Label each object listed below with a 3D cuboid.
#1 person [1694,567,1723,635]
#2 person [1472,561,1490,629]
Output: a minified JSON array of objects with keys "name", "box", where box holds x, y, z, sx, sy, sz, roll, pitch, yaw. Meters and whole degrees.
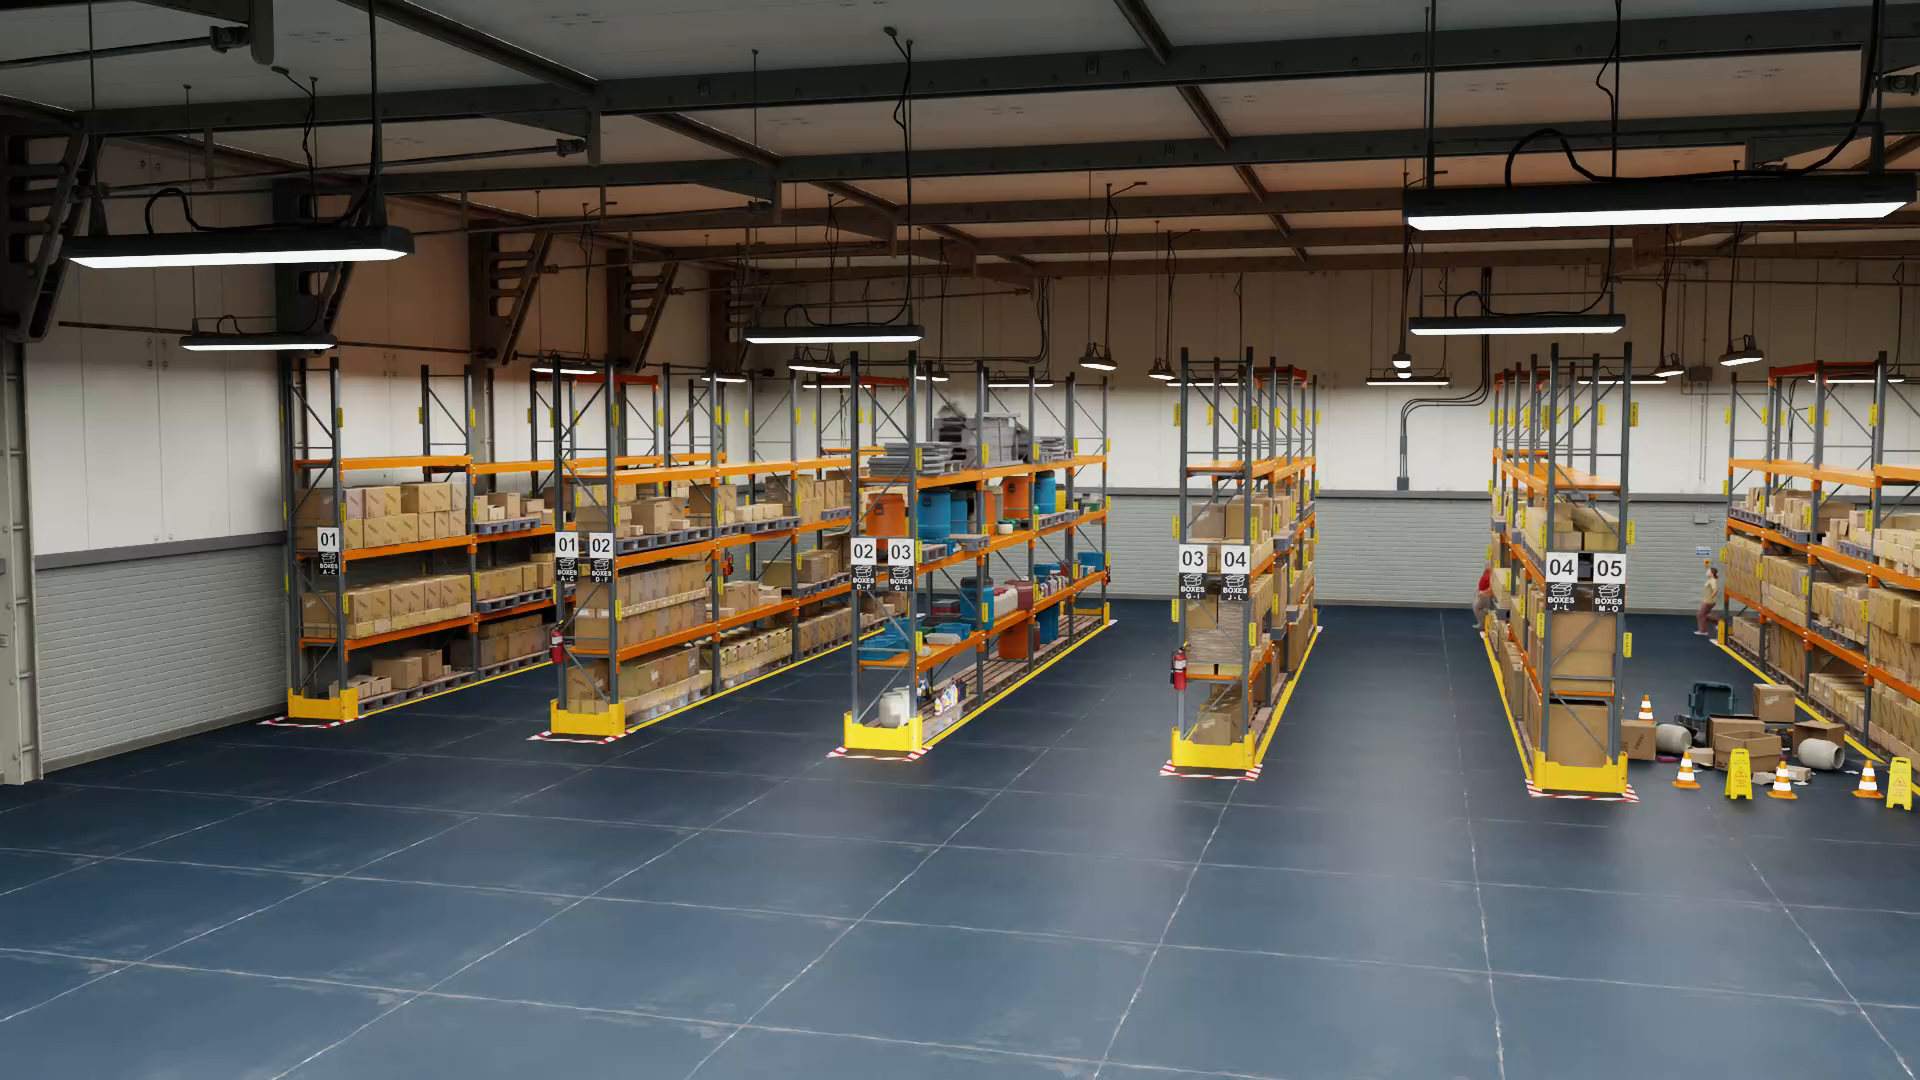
[{"name":"person","box":[17.165,1.414,38.037,0.627,1.584,0.617,2,5,22]},{"name":"person","box":[12.363,1.300,39.225,0.529,1.639,0.713,1,4,18]}]
